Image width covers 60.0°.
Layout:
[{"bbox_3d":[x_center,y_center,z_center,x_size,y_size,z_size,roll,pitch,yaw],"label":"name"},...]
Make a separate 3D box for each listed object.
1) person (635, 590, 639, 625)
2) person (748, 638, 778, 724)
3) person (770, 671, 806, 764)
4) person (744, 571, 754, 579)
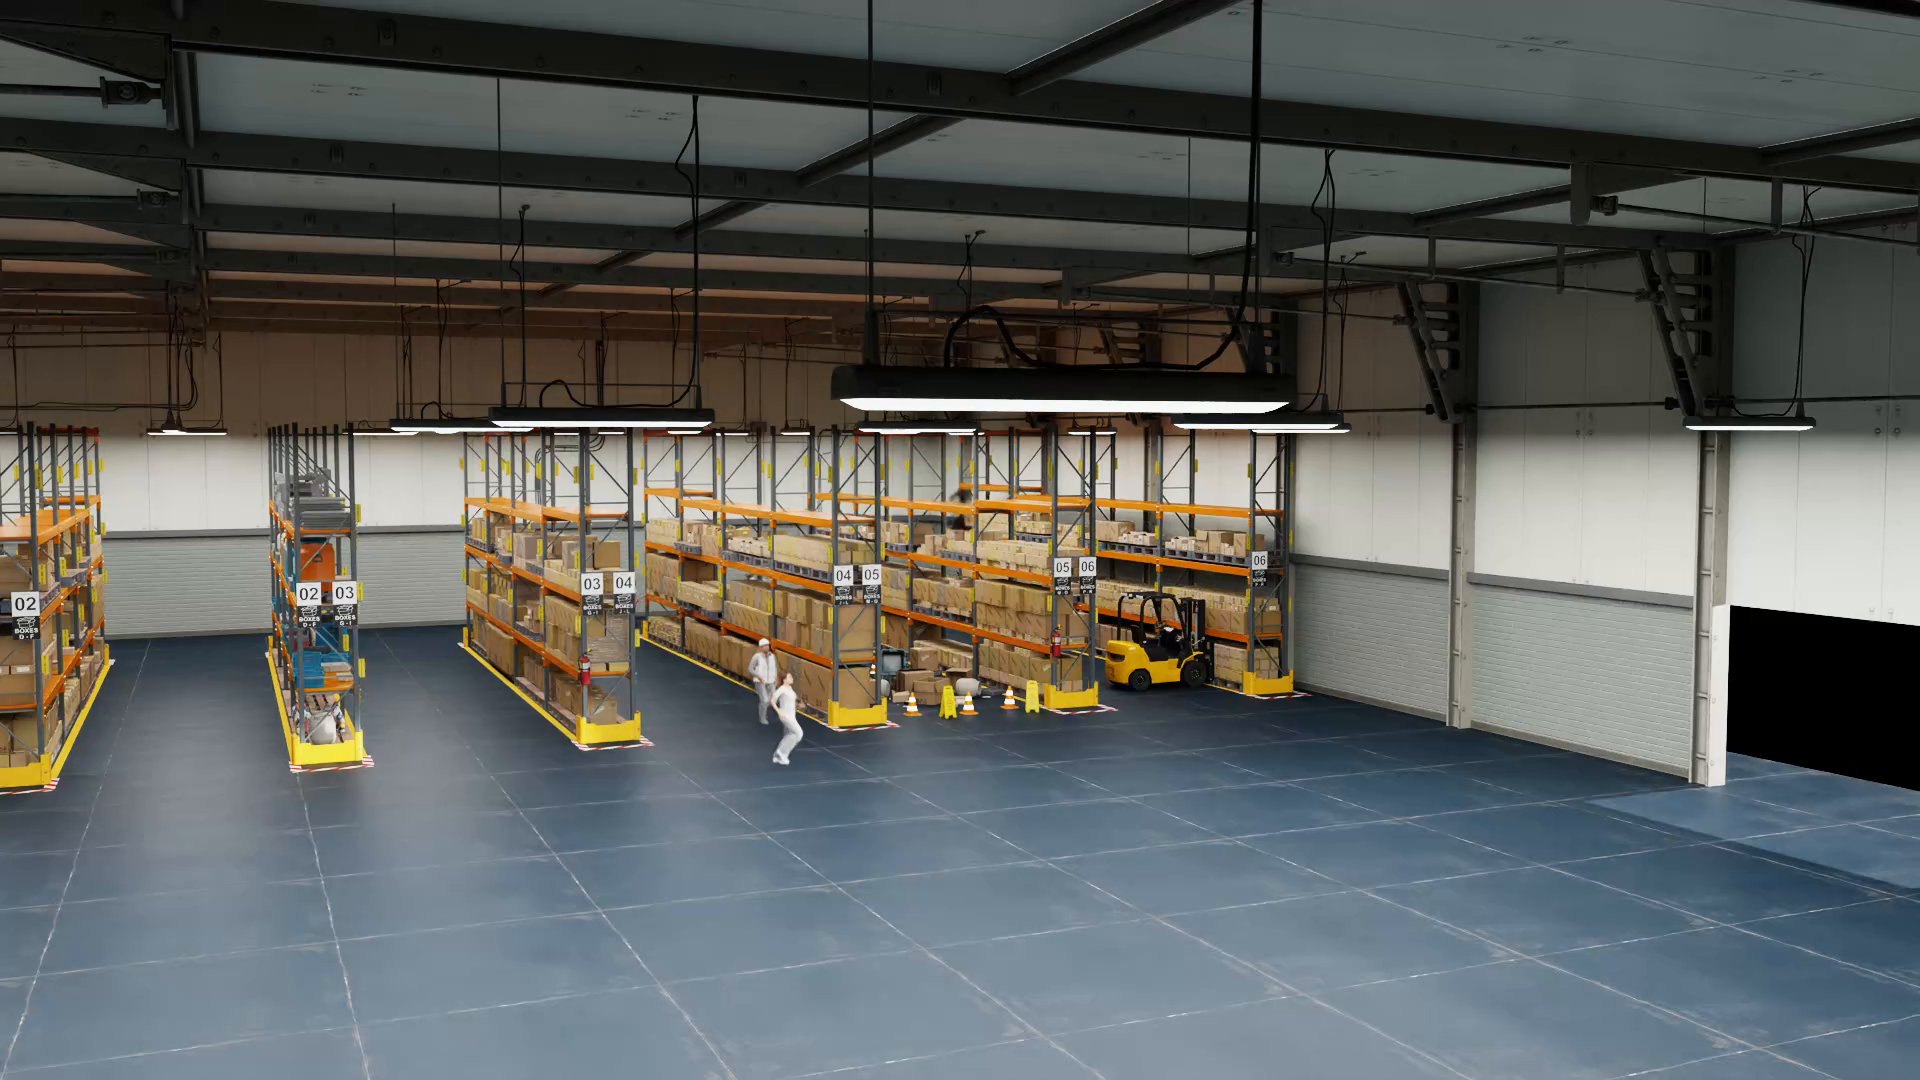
[{"bbox_3d":[-9.753,1.957,48.749,0.756,1.574,0.676,-2,4,-27],"label":"person"},{"bbox_3d":[-3.931,2.827,33.346,0.674,1.717,0.599,-2,4,-33],"label":"person"},{"bbox_3d":[-2.996,3.109,29.110,0.628,1.635,0.546,1,4,12],"label":"person"},{"bbox_3d":[-6.253,1.768,50.397,0.849,1.803,0.696,-1,4,-19],"label":"person"}]
